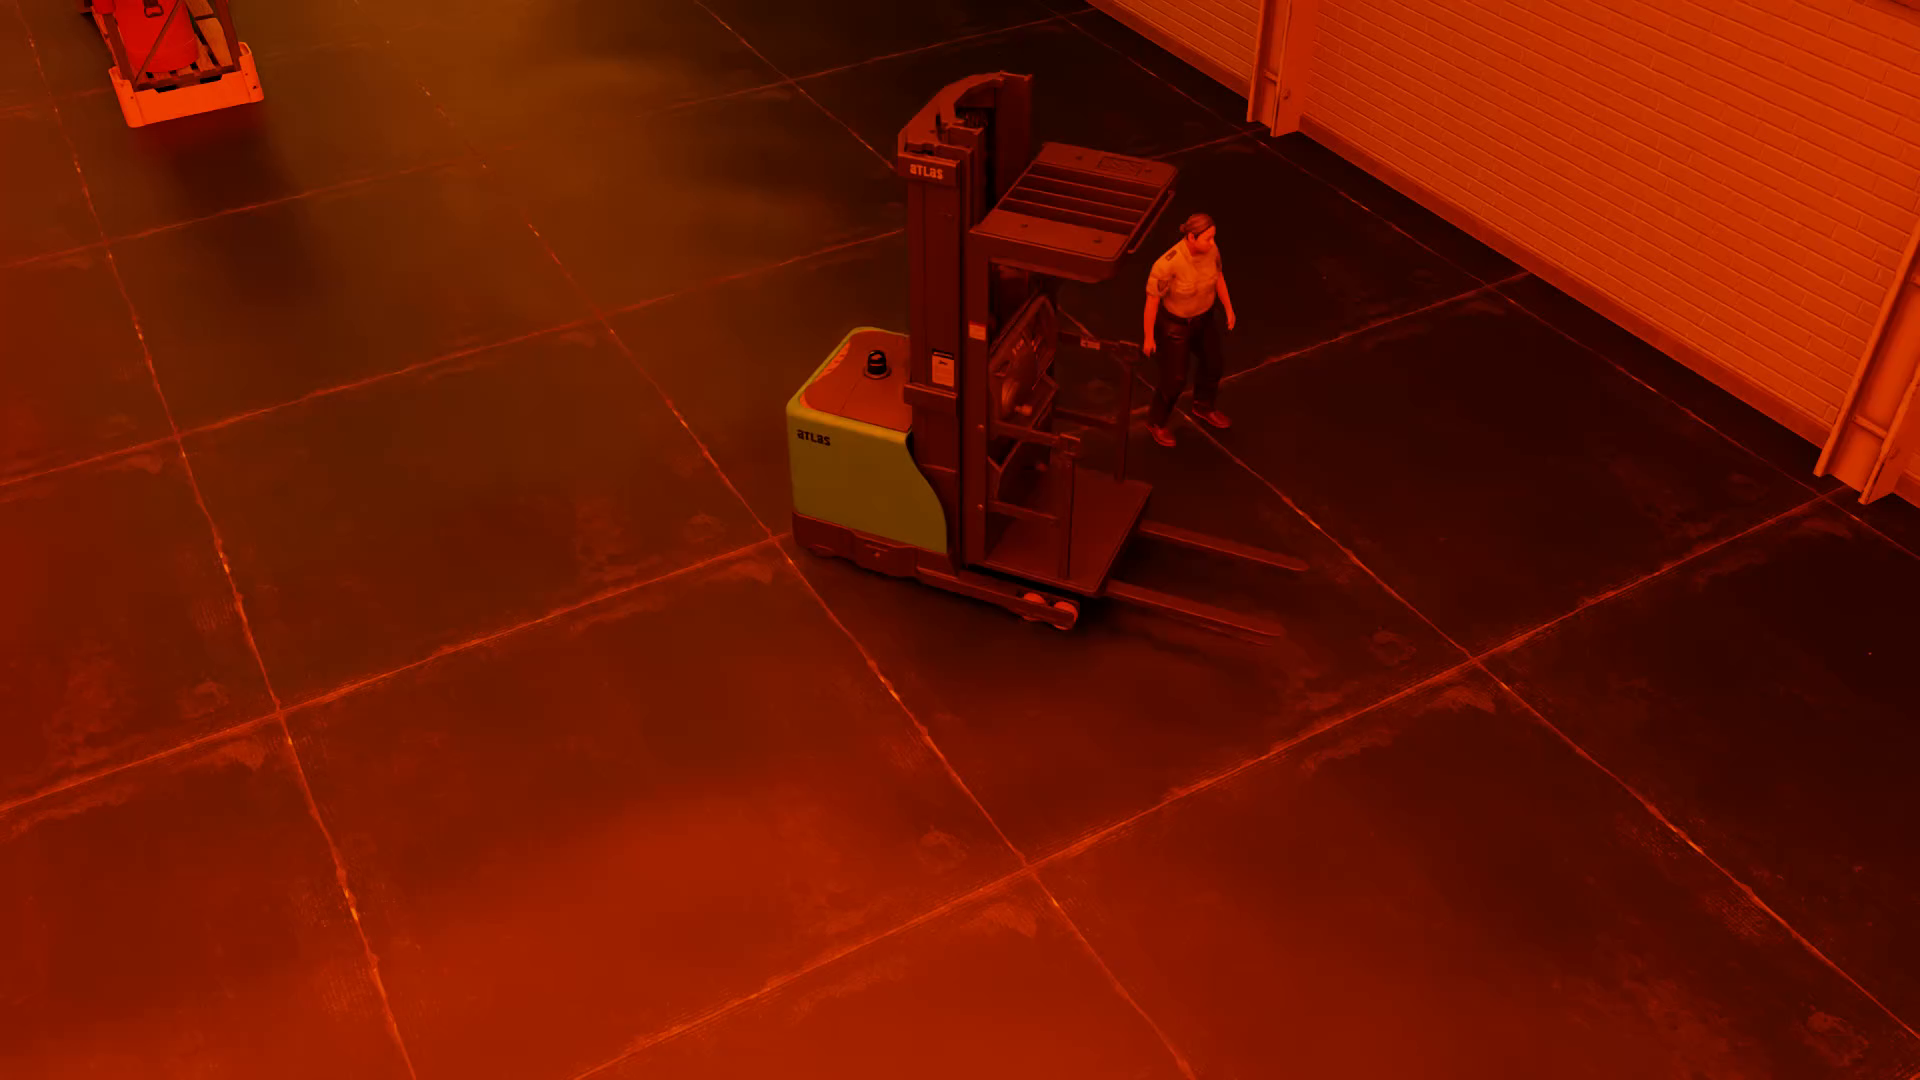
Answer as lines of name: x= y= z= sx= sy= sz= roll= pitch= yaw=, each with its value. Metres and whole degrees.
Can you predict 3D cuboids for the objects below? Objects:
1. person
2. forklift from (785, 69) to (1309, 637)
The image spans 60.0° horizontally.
person: x=1.474 y=-1.376 z=10.714 sx=0.674 sy=1.634 sz=0.394 roll=-25 pitch=46 yaw=-27
forklift: x=0.538 y=-0.991 z=9.231 sx=3.031 sy=2.935 sz=1.130 roll=15 pitch=42 yaw=18
